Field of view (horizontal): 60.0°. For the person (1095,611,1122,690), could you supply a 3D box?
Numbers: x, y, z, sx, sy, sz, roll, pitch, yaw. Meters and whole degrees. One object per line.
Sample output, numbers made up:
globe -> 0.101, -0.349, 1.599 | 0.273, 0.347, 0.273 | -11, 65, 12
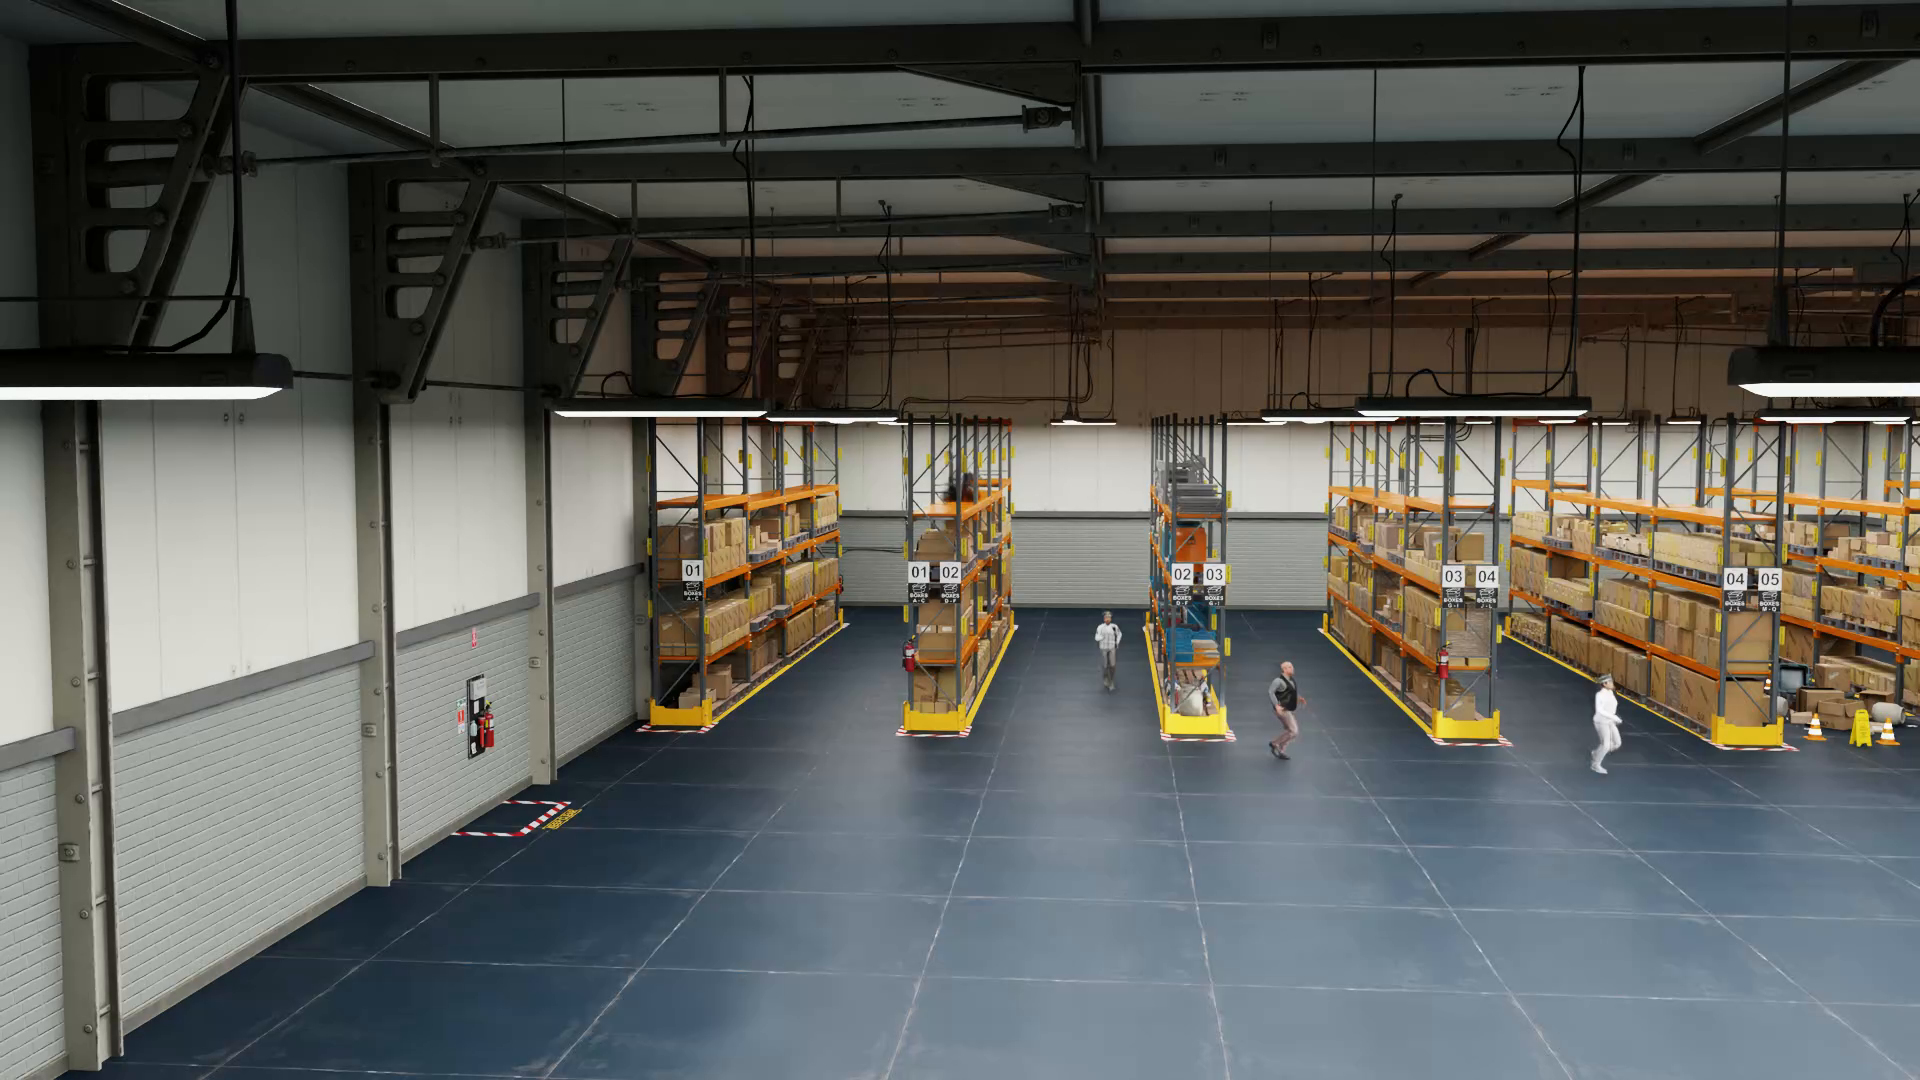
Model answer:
person -> 3.256, 2.427, 36.482 | 0.592, 1.736, 0.683 | 0, 4, 3

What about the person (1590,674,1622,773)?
person -> 10.770, 3.040, 27.638 | 0.546, 1.666, 0.648 | 4, 5, 43

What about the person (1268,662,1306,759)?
person -> 5.664, 2.947, 28.708 | 0.567, 1.689, 0.671 | 3, 5, 34
